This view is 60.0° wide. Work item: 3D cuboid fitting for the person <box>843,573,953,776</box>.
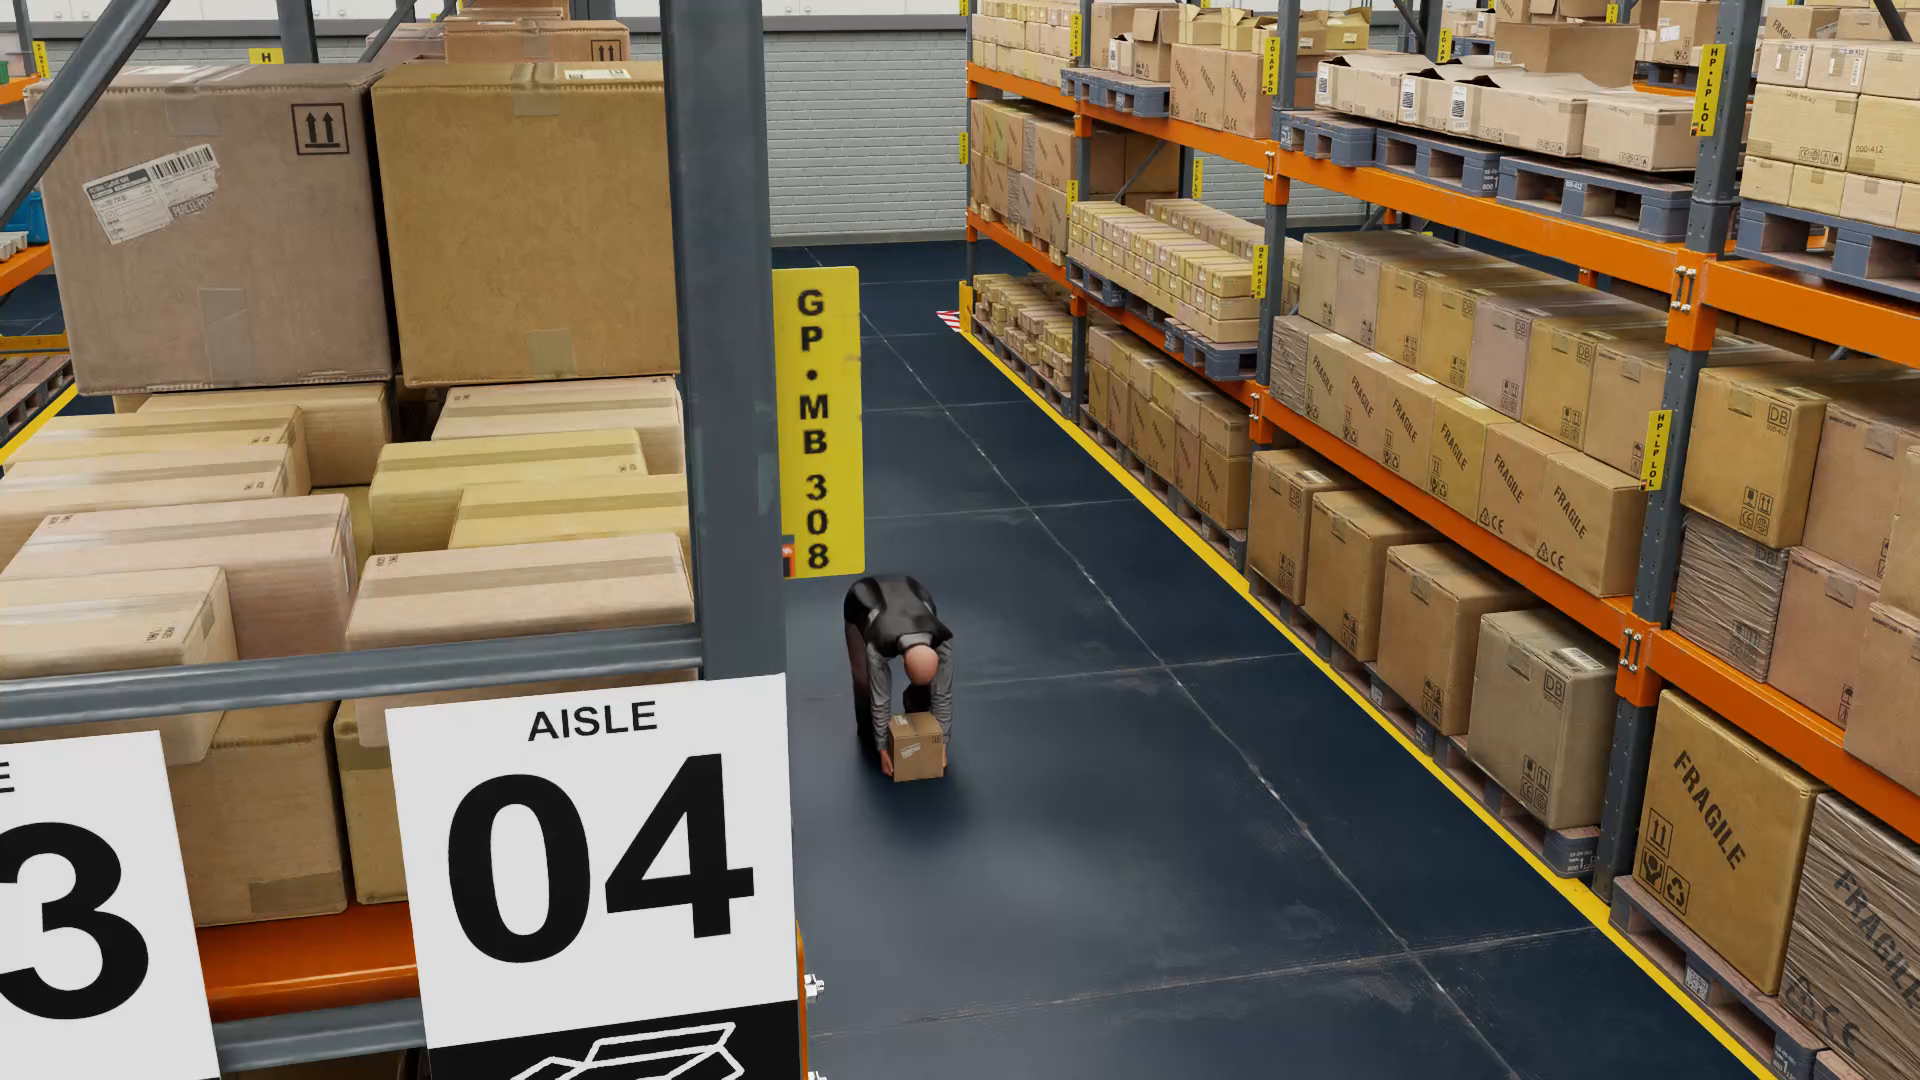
[{"bbox_3d":[-0.304,0.659,8.569,0.517,0.871,0.953,-5,20,-14],"label":"person"}]
